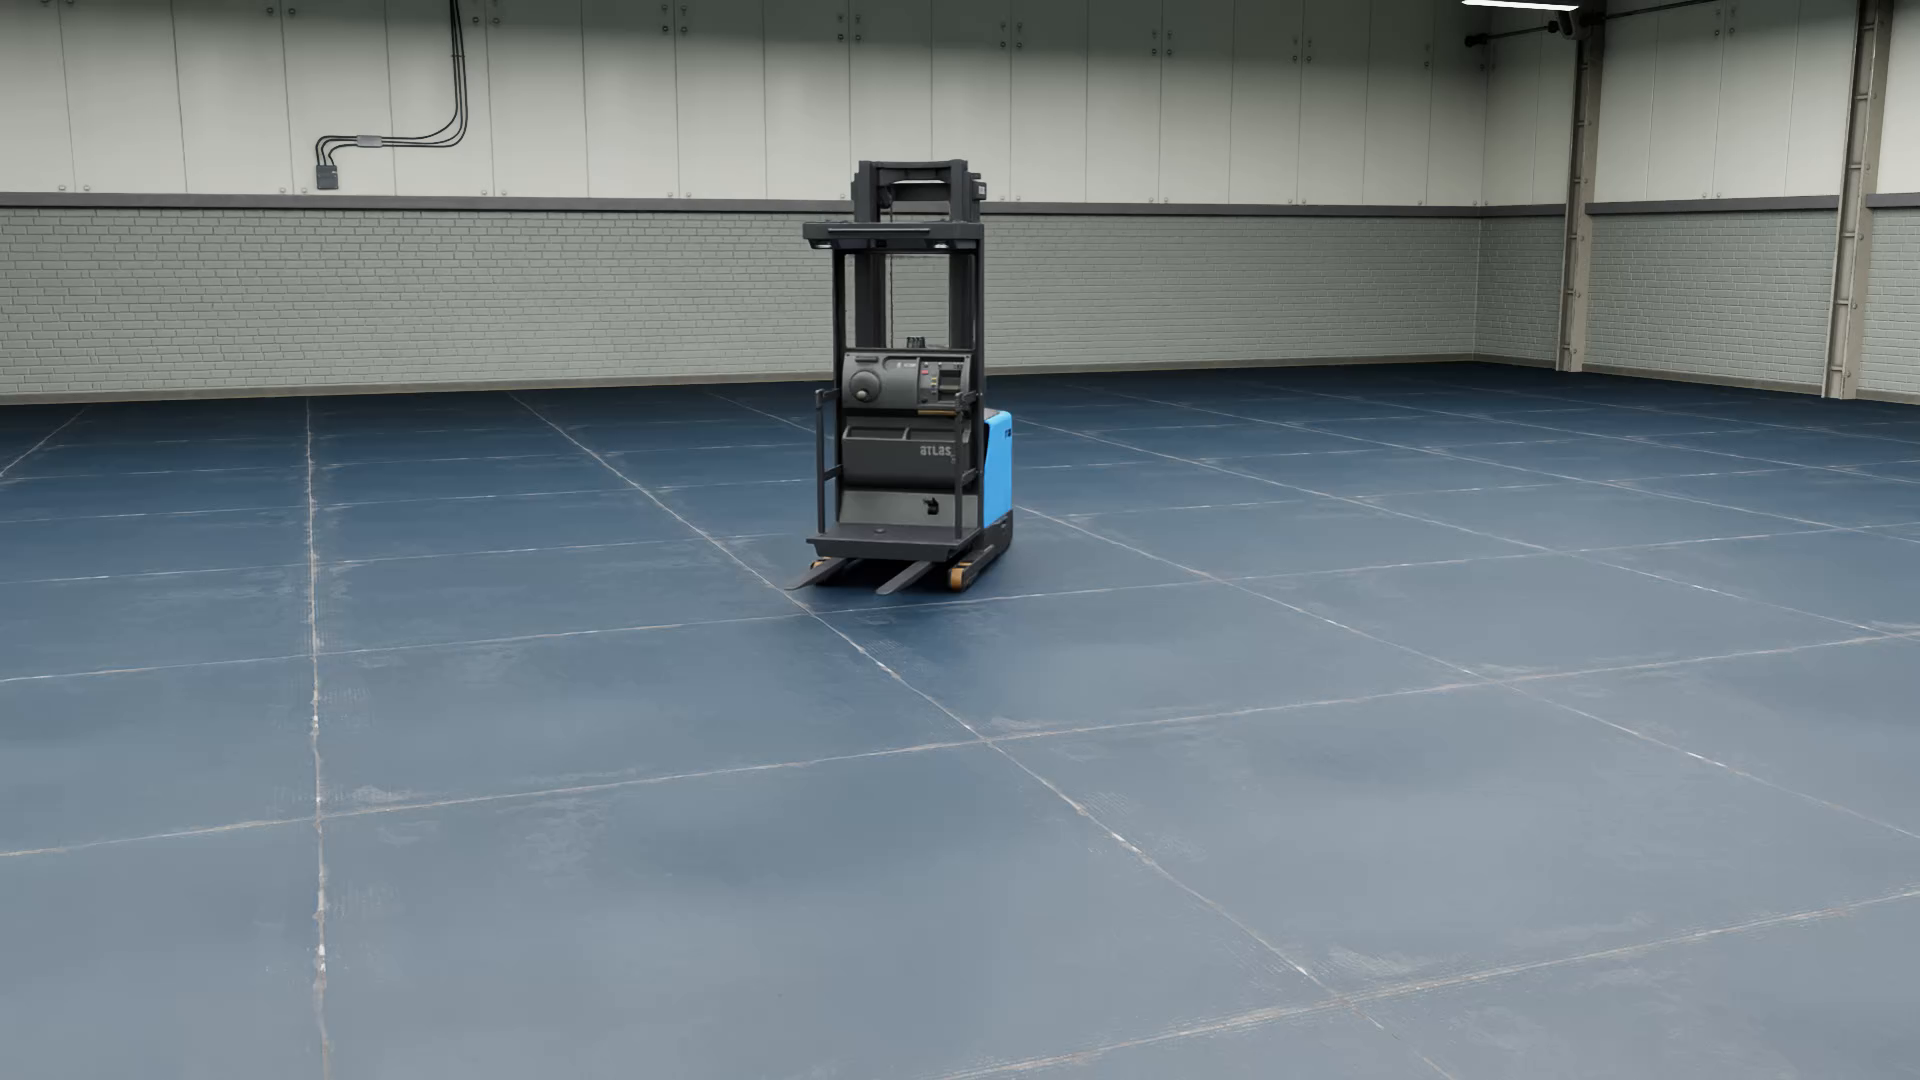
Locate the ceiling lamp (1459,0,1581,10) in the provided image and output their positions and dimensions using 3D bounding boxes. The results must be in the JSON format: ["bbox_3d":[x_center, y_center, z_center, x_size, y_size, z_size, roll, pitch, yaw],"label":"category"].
[{"bbox_3d":[8.264,-9.548,24.737,2.000,3.185,0.800,-4,11,-21],"label":"ceiling lamp"}]

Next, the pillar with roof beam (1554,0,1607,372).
[{"bbox_3d":[7.474,-7.347,29.028,9.100,9.000,0.548,-4,11,-21],"label":"pillar with roof beam"}]

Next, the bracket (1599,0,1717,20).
[{"bbox_3d":[12.240,-8.881,27.377,0.076,0.066,4.783,-4,11,-21],"label":"bracket"}]

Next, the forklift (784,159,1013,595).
[{"bbox_3d":[-0.427,-1.163,11.588,1.130,2.935,3.031,2,10,13],"label":"forklift"}]

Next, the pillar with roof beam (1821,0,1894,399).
[{"bbox_3d":[9.649,-6.368,23.522,9.100,9.000,0.400,-4,11,-21],"label":"pillar with roof beam"}]

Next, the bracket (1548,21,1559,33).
[{"bbox_3d":[11.005,-9.437,30.502,0.235,0.232,0.430,-4,11,-21],"label":"bracket"}]

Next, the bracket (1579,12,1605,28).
[{"bbox_3d":[11.306,-9.302,29.741,0.235,0.232,0.430,-4,11,-21],"label":"bracket"}]

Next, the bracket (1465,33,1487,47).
[{"bbox_3d":[10.147,-9.824,32.677,0.235,0.232,0.430,-4,11,-21],"label":"bracket"}]

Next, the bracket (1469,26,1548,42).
[{"bbox_3d":[10.361,-9.728,32.135,0.076,0.066,3.189,-4,11,-21],"label":"bracket"}]

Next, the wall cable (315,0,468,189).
[{"bbox_3d":[-8.853,-8.460,25.575,2.305,6.003,0.169,-4,11,-21],"label":"wall cable"}]
